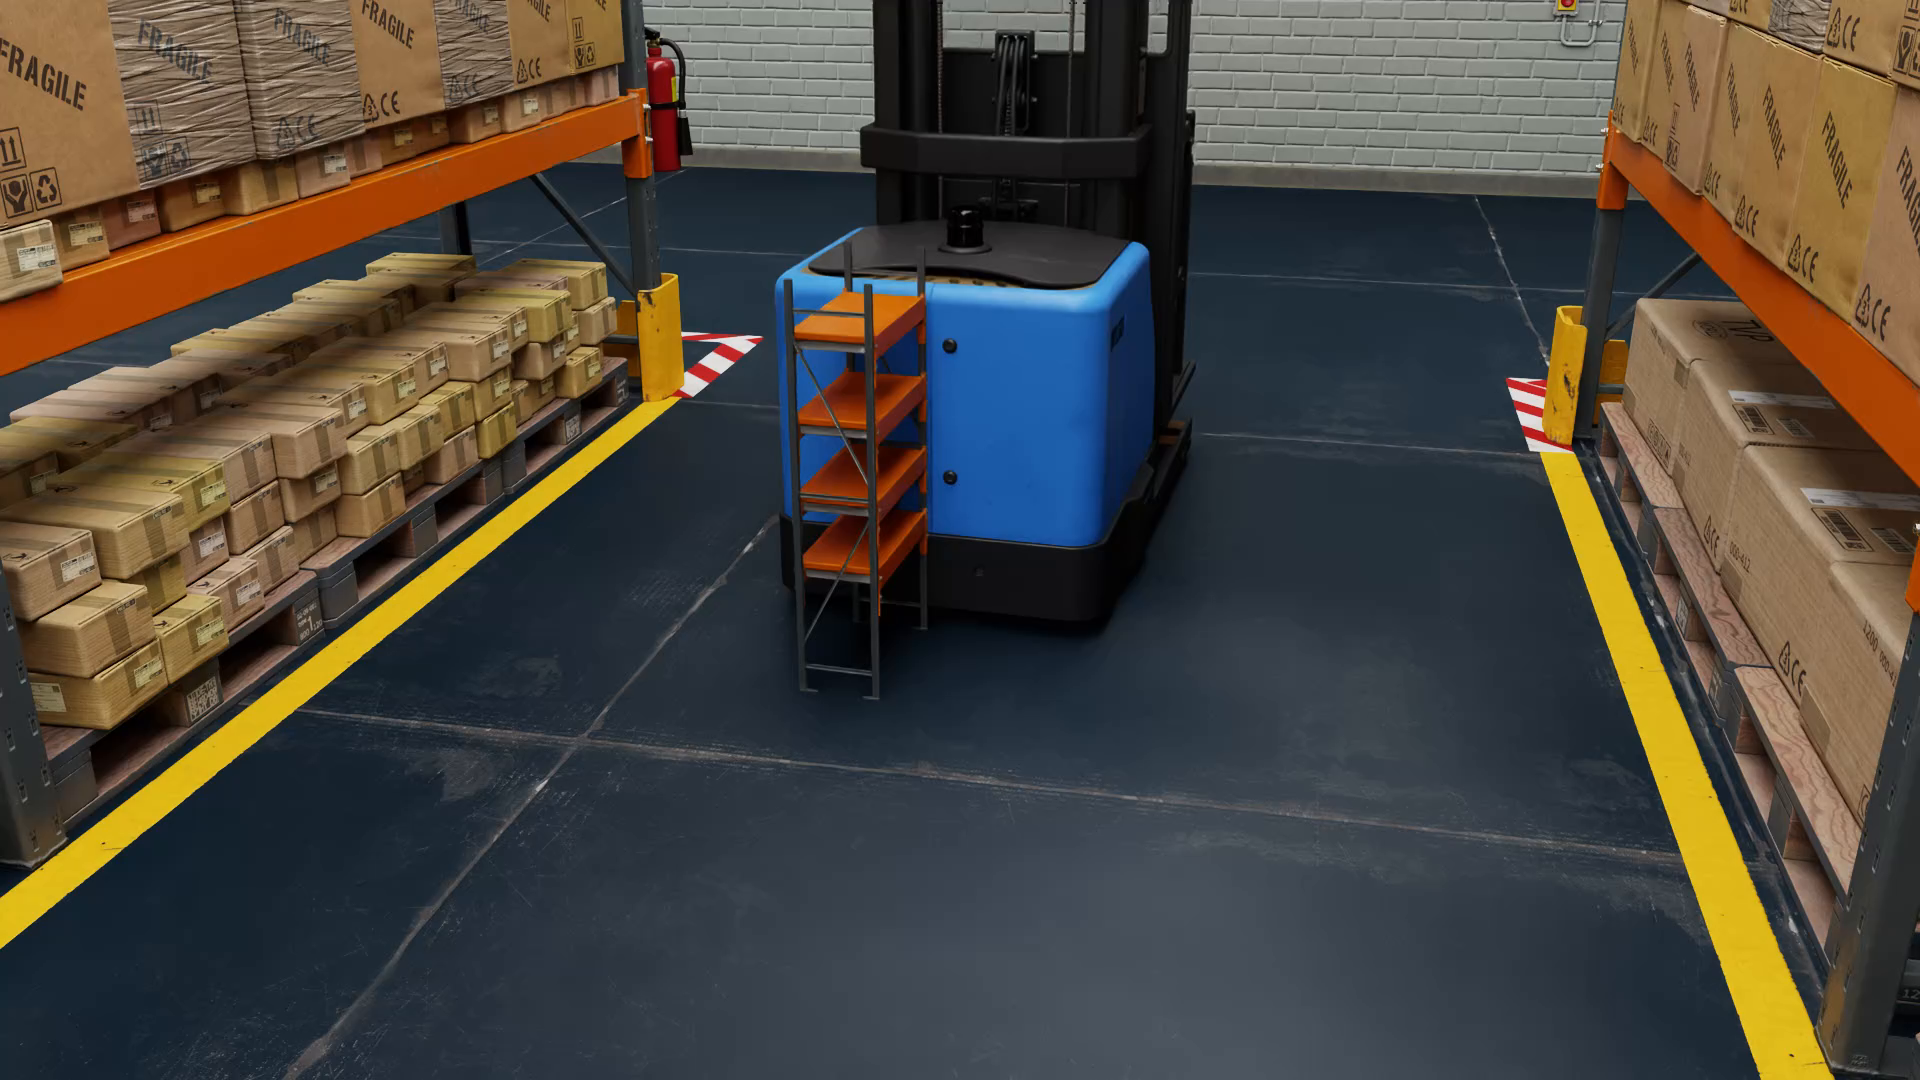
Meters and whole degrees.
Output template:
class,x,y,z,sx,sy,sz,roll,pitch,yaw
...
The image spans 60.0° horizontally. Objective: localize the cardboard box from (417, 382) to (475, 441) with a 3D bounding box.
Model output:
class,x,y,z,sx,sy,sz,roll,pitch,yaw
cardboard box,-1.939,-0.457,5.829,0.380,0.149,0.250,6,23,14

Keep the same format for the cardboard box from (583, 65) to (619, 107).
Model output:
class,x,y,z,sx,sy,sz,roll,pitch,yaw
cardboard box,-1.633,-1.877,6.835,0.380,0.149,0.250,4,22,11

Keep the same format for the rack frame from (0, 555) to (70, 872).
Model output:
class,x,y,z,sx,sy,sz,roll,pitch,yaw
rack frame,-2.659,-0.671,3.506,1.000,3.000,0.127,4,22,11

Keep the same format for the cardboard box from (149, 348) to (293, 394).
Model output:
class,x,y,z,sx,sy,sz,roll,pitch,yaw
cardboard box,-2.489,-0.535,5.624,0.380,0.149,0.250,5,22,11

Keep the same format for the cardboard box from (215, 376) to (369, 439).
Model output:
class,x,y,z,sx,sy,sz,roll,pitch,yaw
cardboard box,-2.131,-0.412,5.320,0.380,0.149,0.250,4,22,9

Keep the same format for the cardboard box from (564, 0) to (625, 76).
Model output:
class,x,y,z,sx,sy,sz,roll,pitch,yaw
cardboard box,-1.683,-2.135,6.607,0.500,0.500,0.500,5,22,12

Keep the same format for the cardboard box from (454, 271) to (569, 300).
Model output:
class,x,y,z,sx,sy,sz,roll,pitch,yaw
cardboard box,-1.810,-0.982,6.735,0.380,0.149,0.250,5,22,12

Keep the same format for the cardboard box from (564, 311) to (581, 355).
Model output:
class,x,y,z,sx,sy,sz,roll,pitch,yaw
cardboard box,-1.777,-0.838,6.776,0.380,0.149,0.250,4,22,10

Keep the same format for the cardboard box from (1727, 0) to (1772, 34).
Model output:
class,x,y,z,sx,sy,sz,roll,pitch,yaw
cardboard box,2.350,-1.589,4.313,0.500,0.500,0.500,5,22,11

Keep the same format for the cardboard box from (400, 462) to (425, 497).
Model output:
class,x,y,z,sx,sy,sz,roll,pitch,yaw
cardboard box,-2.067,-0.232,5.668,0.380,0.149,0.250,5,22,12

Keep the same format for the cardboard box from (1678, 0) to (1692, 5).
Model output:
class,x,y,z,sx,sy,sz,roll,pitch,yaw
cardboard box,2.548,-1.961,5.235,0.500,0.500,0.500,4,22,9

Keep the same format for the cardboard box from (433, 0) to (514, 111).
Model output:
class,x,y,z,sx,sy,sz,roll,pitch,yaw
cardboard box,-1.887,-1.761,5.678,0.500,0.500,0.500,5,22,11

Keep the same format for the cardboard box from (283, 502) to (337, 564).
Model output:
class,x,y,z,sx,sy,sz,roll,pitch,yaw
cardboard box,-2.193,-0.042,5.198,0.380,0.149,0.250,4,22,9

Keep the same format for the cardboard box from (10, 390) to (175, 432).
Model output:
class,x,y,z,sx,sy,sz,roll,pitch,yaw
cardboard box,-2.690,-0.353,5.172,0.380,0.149,0.250,3,22,8

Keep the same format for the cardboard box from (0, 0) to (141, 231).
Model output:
class,x,y,z,sx,sy,sz,roll,pitch,yaw
cardboard box,-2.311,-1.018,3.833,0.500,0.500,0.500,4,22,10

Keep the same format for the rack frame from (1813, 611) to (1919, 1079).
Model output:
class,x,y,z,sx,sy,sz,roll,pitch,yaw
rack frame,2.207,-0.331,2.660,1.000,3.000,0.127,4,22,11

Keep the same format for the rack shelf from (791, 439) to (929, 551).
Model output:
class,x,y,z,sx,sy,sz,roll,pitch,yaw
rack shelf,-0.279,-0.137,4.768,0.258,0.148,0.480,6,23,14

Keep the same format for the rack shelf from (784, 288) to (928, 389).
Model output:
class,x,y,z,sx,sy,sz,roll,pitch,yaw
rack shelf,-0.279,-0.564,4.596,0.258,0.148,0.480,6,23,14

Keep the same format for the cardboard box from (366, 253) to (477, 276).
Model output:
class,x,y,z,sx,sy,sz,roll,pitch,yaw
cardboard box,-2.282,-1.117,7.069,0.380,0.149,0.250,3,22,8

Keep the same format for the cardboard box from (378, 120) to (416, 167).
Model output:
class,x,y,z,sx,sy,sz,roll,pitch,yaw
cardboard box,-2.020,-1.314,5.438,0.380,0.149,0.250,5,22,12

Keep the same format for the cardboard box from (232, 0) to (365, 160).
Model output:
class,x,y,z,sx,sy,sz,roll,pitch,yaw
cardboard box,-2.079,-1.381,4.735,0.500,0.500,0.500,4,22,10

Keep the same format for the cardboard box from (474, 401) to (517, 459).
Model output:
class,x,y,z,sx,sy,sz,roll,pitch,yaw
cardboard box,-1.866,-0.417,6.128,0.380,0.149,0.250,3,22,9

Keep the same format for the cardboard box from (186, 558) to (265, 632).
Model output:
class,x,y,z,sx,sy,sz,roll,pitch,yaw
cardboard box,-2.216,0.155,4.707,0.380,0.149,0.250,4,22,11

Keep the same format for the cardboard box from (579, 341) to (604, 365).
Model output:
class,x,y,z,sx,sy,sz,roll,pitch,yaw
cardboard box,-1.746,-0.798,7.075,0.380,0.149,0.250,5,22,12

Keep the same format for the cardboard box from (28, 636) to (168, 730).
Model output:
class,x,y,z,sx,sy,sz,roll,pitch,yaw
cardboard box,-2.270,0.347,4.230,0.380,0.149,0.250,3,22,9

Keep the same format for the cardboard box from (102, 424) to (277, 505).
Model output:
class,x,y,z,sx,sy,sz,roll,pitch,yaw
cardboard box,-2.238,-0.220,4.841,0.380,0.149,0.250,4,22,10

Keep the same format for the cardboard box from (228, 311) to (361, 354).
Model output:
class,x,y,z,sx,sy,sz,roll,pitch,yaw
cardboard box,-2.433,-0.727,6.101,0.380,0.149,0.250,5,23,13

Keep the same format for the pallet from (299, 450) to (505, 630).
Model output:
class,x,y,z,sx,sy,sz,roll,pitch,yaw
pallet,-2.310,-0.074,5.754,1.003,0.211,1.213,4,22,11

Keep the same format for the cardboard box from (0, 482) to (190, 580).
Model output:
class,x,y,z,sx,sy,sz,roll,pitch,yaw
cardboard box,-2.272,-0.026,4.361,0.380,0.149,0.250,6,23,14

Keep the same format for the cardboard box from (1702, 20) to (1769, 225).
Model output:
class,x,y,z,sx,sy,sz,roll,pitch,yaw
cardboard box,2.361,-1.130,4.511,0.500,0.500,0.500,5,23,13

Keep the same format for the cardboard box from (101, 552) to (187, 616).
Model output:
class,x,y,z,sx,sy,sz,roll,pitch,yaw
cardboard box,-2.308,0.111,4.420,0.380,0.149,0.250,5,22,11

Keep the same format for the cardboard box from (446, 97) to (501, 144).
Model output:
class,x,y,z,sx,sy,sz,roll,pitch,yaw
cardboard box,-1.869,-1.507,5.916,0.380,0.149,0.250,3,22,9

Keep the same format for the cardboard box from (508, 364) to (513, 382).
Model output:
class,x,y,z,sx,sy,sz,roll,pitch,yaw
cardboard box,-1.931,-0.649,6.306,0.380,0.149,0.250,4,22,10

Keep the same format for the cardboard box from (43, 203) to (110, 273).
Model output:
class,x,y,z,sx,sy,sz,roll,pitch,yaw
cardboard box,-2.301,-0.734,3.997,0.380,0.149,0.250,5,22,12

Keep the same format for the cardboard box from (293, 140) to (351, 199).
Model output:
class,x,y,z,sx,sy,sz,roll,pitch,yaw
cardboard box,-2.060,-1.119,4.953,0.380,0.149,0.250,5,23,13

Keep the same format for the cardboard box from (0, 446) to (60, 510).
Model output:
class,x,y,z,sx,sy,sz,roll,pitch,yaw
cardboard box,-2.784,-0.158,4.688,0.380,0.149,0.250,4,22,10

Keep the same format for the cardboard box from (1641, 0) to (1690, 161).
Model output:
class,x,y,z,sx,sy,sz,roll,pitch,yaw
cardboard box,2.569,-1.500,5.428,0.500,0.500,0.500,4,22,10

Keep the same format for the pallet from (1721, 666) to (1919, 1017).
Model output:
class,x,y,z,sx,sy,sz,roll,pitch,yaw
pallet,2.439,0.690,3.857,1.003,0.211,1.213,4,22,11

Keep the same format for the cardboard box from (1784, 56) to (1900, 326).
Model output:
class,x,y,z,sx,sy,sz,roll,pitch,yaw
cardboard box,2.151,-0.755,3.580,0.500,0.500,0.500,4,22,10

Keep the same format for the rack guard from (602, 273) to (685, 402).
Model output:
class,x,y,z,sx,sy,sz,roll,pitch,yaw
rack guard,-1.859,-0.947,7.536,1.175,0.500,0.348,4,22,11

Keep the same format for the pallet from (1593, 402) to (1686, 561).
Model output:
class,x,y,z,sx,sy,sz,roll,pitch,yaw
pallet,2.937,-0.202,6.073,1.003,0.211,1.213,4,22,11

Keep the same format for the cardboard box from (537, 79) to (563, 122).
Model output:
class,x,y,z,sx,sy,sz,roll,pitch,yaw
cardboard box,-1.757,-1.696,6.386,0.380,0.149,0.250,4,22,10

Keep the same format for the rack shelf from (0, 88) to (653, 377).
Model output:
class,x,y,z,sx,sy,sz,roll,pitch,yaw
rack shelf,-2.251,-1.069,5.456,1.077,0.370,4.000,4,22,11

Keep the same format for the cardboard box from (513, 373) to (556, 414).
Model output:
class,x,y,z,sx,sy,sz,roll,pitch,yaw
cardboard box,-1.838,-0.607,6.598,0.380,0.149,0.250,4,22,11

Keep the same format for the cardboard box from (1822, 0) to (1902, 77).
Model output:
class,x,y,z,sx,sy,sz,roll,pitch,yaw
cardboard box,2.145,-1.220,3.395,0.500,0.500,0.500,4,22,10

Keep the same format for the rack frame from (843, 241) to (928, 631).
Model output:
class,x,y,z,sx,sy,sz,roll,pitch,yaw
rack frame,-0.216,-0.288,4.962,0.240,1.200,0.015,6,23,14

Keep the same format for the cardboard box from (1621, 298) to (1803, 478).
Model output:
class,x,y,z,sx,sy,sz,roll,pitch,yaw
cardboard box,2.987,-0.551,6.075,0.875,0.438,0.875,4,22,9

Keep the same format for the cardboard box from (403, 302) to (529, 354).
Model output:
class,x,y,z,sx,sy,sz,roll,pitch,yaw
cardboard box,-1.854,-0.788,6.253,0.380,0.149,0.250,4,22,9

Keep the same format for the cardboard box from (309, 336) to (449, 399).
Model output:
class,x,y,z,sx,sy,sz,roll,pitch,yaw
cardboard box,-2.016,-0.598,5.780,0.380,0.149,0.250,4,22,9

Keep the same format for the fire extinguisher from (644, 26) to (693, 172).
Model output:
class,x,y,z,sx,sy,sz,roll,pitch,yaw
fire extinguisher,-1.340,-1.982,7.363,0.296,0.674,0.183,4,22,11

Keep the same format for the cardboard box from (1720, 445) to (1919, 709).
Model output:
class,x,y,z,sx,sy,sz,roll,pitch,yaw
cardboard box,2.623,0.114,4.424,0.875,0.438,0.875,4,22,9

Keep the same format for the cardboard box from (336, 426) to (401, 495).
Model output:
class,x,y,z,sx,sy,sz,roll,pitch,yaw
cardboard box,-2.043,-0.266,5.355,0.380,0.149,0.250,4,22,11

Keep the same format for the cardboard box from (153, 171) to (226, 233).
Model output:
class,x,y,z,sx,sy,sz,roll,pitch,yaw
cardboard box,-2.237,-0.934,4.494,0.380,0.149,0.250,3,22,9

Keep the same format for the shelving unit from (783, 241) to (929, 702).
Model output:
class,x,y,z,sx,sy,sz,roll,pitch,yaw
shelving unit,-0.279,-0.200,4.743,0.258,1.200,0.503,6,23,14

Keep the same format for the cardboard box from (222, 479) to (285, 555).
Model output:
class,x,y,z,sx,sy,sz,roll,pitch,yaw
cardboard box,-2.236,-0.080,4.892,0.380,0.149,0.250,3,22,8

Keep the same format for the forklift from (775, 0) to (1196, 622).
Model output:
class,x,y,z,sx,sy,sz,roll,pitch,yaw
forklift,0.304,-1.633,5.984,1.130,2.935,3.031,6,23,14

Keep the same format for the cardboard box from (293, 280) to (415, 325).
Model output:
class,x,y,z,sx,sy,sz,roll,pitch,yaw
cardboard box,-2.398,-0.925,6.592,0.380,0.149,0.250,4,22,11
